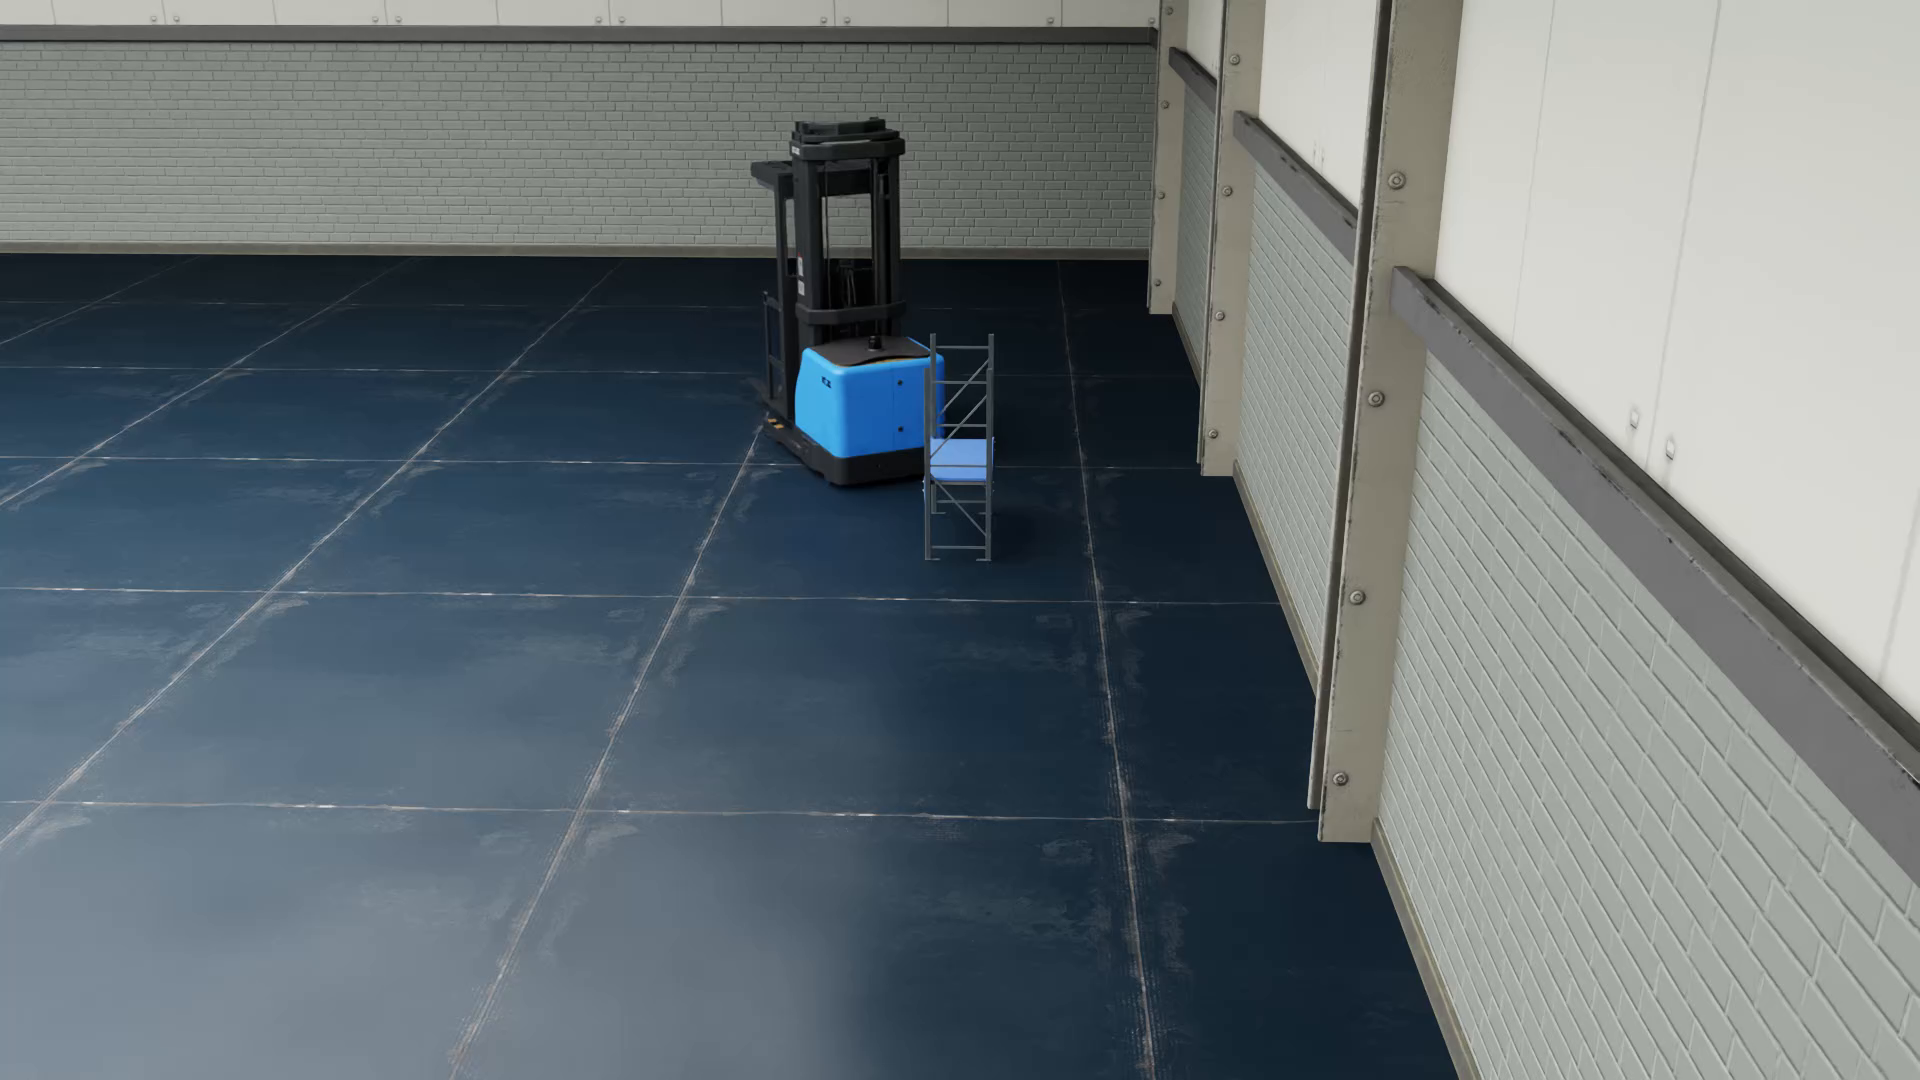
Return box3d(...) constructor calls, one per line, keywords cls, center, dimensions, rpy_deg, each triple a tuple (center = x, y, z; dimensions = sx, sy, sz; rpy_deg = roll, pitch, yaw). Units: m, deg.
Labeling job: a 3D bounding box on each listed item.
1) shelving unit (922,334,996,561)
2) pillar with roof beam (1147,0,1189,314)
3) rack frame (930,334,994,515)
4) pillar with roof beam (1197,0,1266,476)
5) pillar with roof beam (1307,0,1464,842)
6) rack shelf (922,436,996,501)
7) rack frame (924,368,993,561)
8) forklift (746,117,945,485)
box3d(cls="shelving unit", center=(0.003, -0.730, 12.837), dimensions=(0.538, 1.500, 1.048), rpy_deg=(1, 21, 2))
box3d(cls="pillar with roof beam", center=(-1.860, -7.042, 18.737), dimensions=(9.100, 9.000, 0.400), rpy_deg=(1, 21, 2))
box3d(cls="rack frame", center=(0.018, -0.914, 13.311), dimensions=(0.500, 1.500, 0.032), rpy_deg=(1, 21, 2))
box3d(cls="pillar with roof beam", center=(-2.042, -4.872, 13.146), dimensions=(9.100, 9.000, 0.400), rpy_deg=(1, 21, 2))
box3d(cls="pillar with roof beam", center=(-2.225, -2.703, 7.554), dimensions=(9.100, 9.000, 0.400), rpy_deg=(1, 21, 2))
box3d(cls="rack shelf", center=(0.003, -0.562, 12.902), dimensions=(0.538, 0.185, 1.000), rpy_deg=(1, 21, 2))
box3d(cls="rack frame", center=(-0.013, -0.546, 12.363), dimensions=(0.500, 1.500, 0.032), rpy_deg=(1, 21, 2))
box3d(cls="forklift", center=(-1.189, -2.325, 14.970), dimensions=(1.130, 2.935, 3.031), rpy_deg=(-9, 23, -23))
